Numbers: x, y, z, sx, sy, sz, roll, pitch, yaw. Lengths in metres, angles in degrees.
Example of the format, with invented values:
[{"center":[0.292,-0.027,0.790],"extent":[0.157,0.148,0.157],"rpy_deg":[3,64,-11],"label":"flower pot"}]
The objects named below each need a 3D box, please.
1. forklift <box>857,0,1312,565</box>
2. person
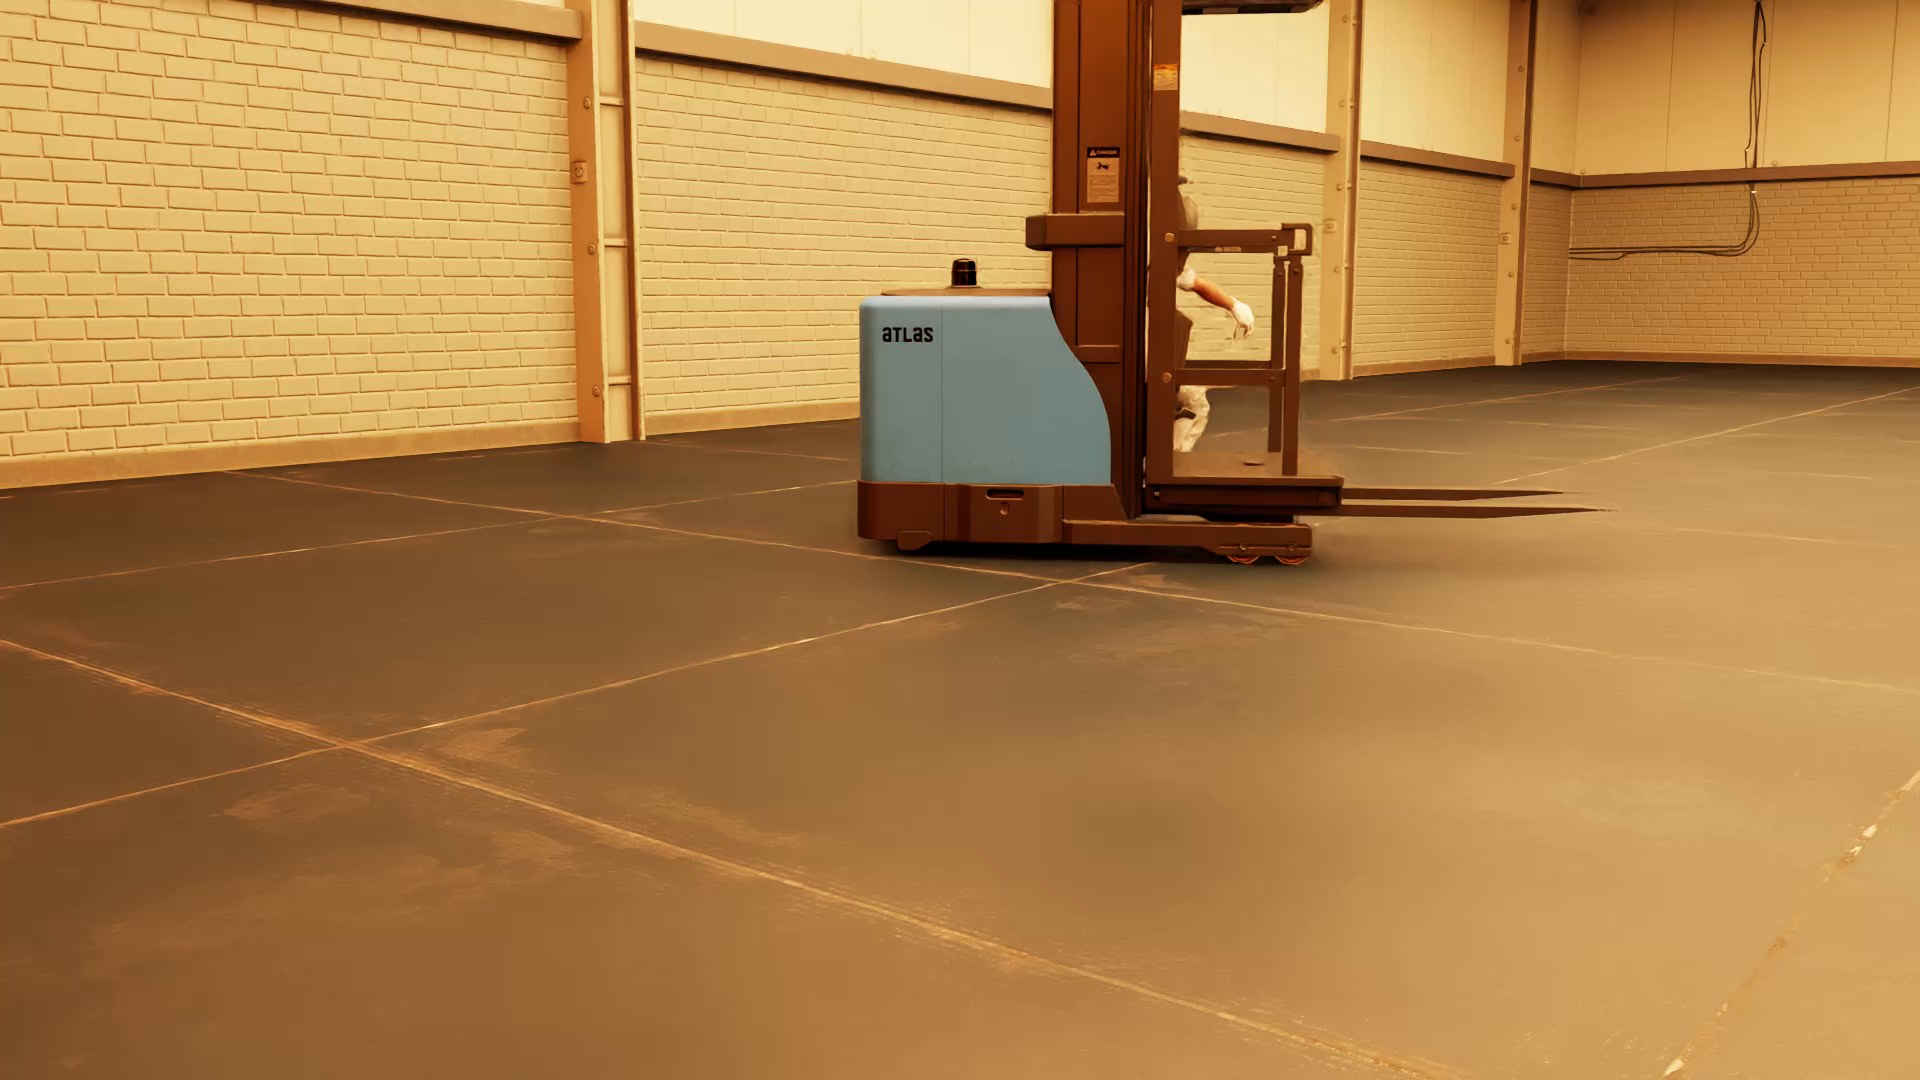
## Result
[{"center":[1.125,-1.430,7.053],"extent":[3.031,2.935,1.130],"rpy_deg":[1,8,7],"label":"forklift"},{"center":[1.006,-0.959,8.515],"extent":[0.985,1.507,0.806],"rpy_deg":[1,8,8],"label":"person"}]
